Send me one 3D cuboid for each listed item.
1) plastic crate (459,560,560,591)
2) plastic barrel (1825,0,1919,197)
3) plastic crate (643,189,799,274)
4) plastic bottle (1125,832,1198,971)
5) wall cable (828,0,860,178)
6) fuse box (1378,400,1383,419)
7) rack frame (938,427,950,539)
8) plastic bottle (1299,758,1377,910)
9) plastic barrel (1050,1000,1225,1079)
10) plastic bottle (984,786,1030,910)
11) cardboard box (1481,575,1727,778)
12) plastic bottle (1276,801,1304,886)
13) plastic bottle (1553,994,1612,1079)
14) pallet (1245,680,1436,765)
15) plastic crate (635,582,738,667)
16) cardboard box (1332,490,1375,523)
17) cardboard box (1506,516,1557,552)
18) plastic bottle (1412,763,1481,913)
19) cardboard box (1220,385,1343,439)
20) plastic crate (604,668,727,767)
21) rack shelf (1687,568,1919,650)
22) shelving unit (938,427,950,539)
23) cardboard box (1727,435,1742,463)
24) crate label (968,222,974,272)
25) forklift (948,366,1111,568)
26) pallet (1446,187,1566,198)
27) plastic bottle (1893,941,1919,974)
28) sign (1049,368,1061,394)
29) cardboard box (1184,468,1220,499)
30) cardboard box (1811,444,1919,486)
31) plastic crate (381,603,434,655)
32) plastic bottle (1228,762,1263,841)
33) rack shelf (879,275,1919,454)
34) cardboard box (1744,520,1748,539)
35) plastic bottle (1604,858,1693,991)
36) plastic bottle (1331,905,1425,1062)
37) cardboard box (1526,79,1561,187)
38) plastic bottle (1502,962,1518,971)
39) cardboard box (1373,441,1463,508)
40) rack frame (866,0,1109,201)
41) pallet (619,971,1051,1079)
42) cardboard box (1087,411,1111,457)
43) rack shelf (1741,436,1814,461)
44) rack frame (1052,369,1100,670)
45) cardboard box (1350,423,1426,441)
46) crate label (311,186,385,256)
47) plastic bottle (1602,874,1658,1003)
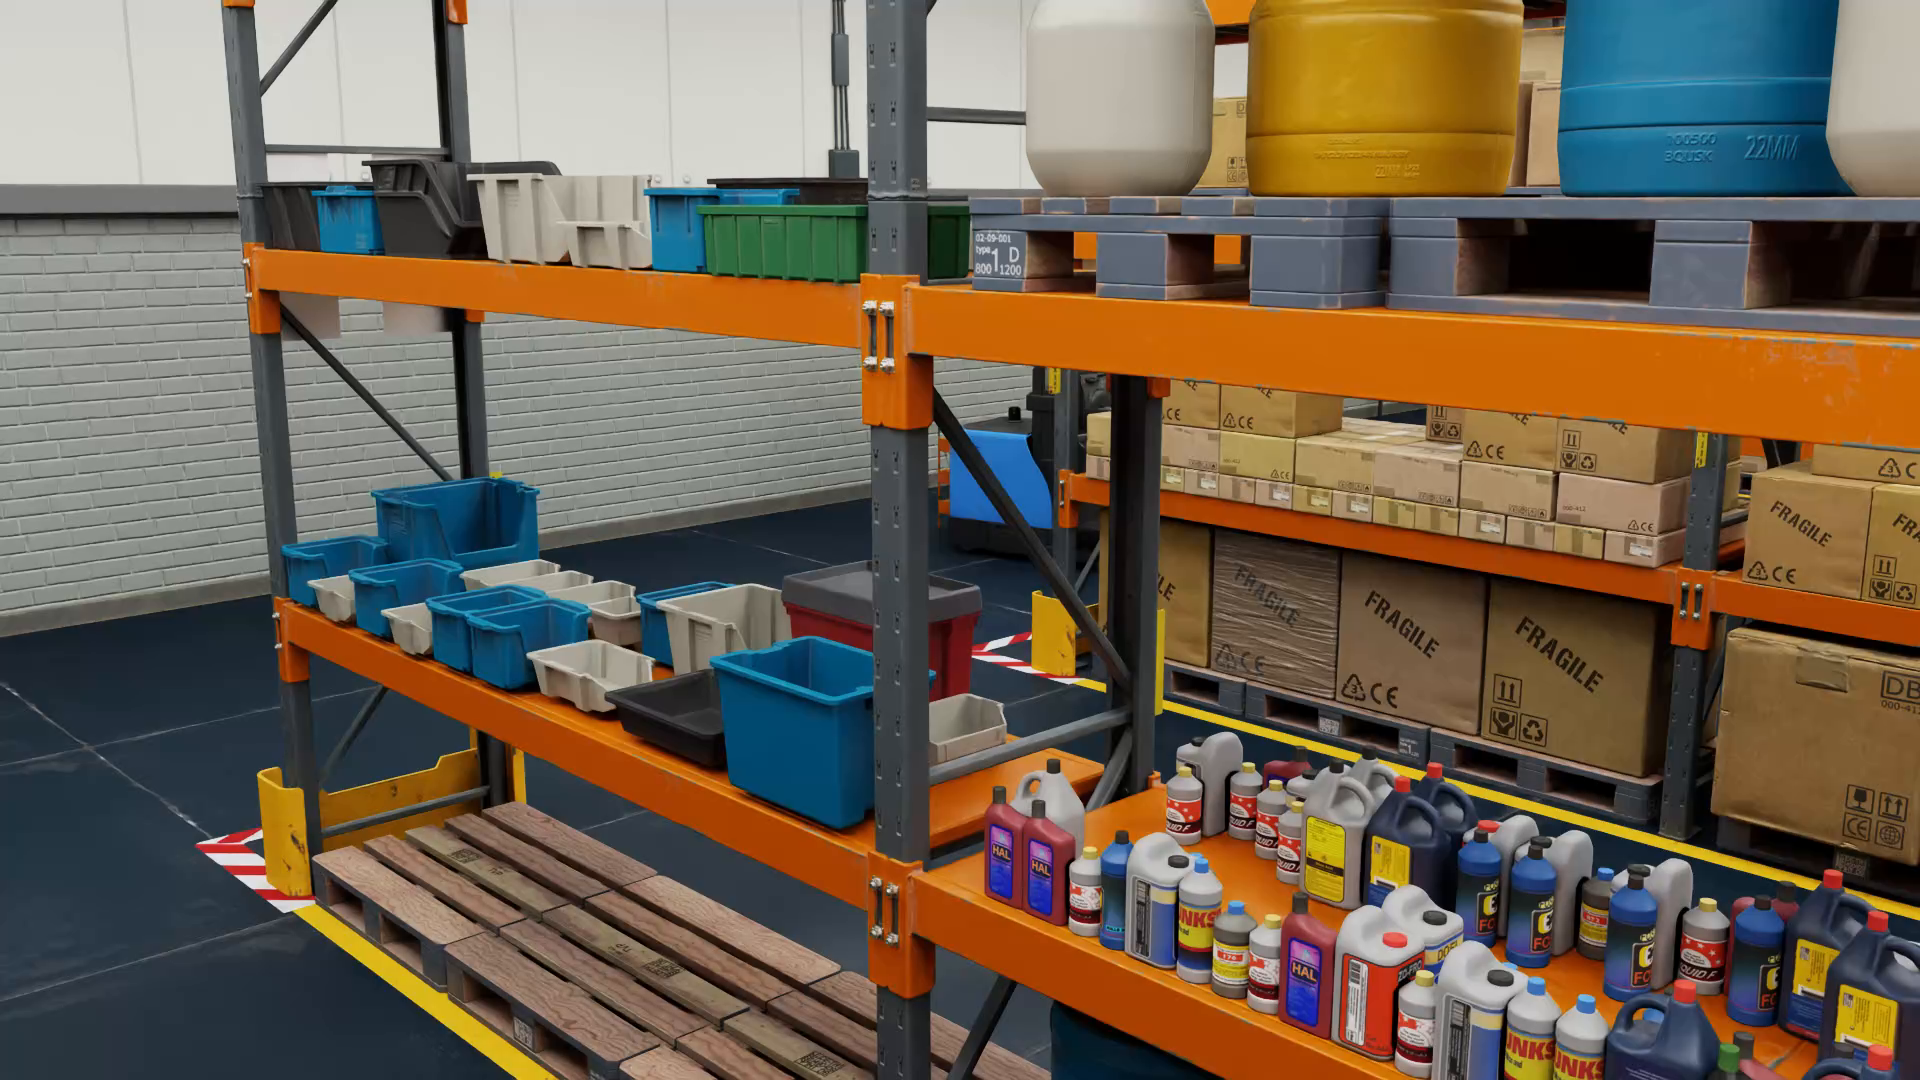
[{"bbox_3d":[-1.891,0.195,7.037,0.396,0.136,0.243,-11,16,-43],"label":"plastic crate"},{"bbox_3d":[1.607,-0.810,2.600,0.433,0.535,0.433,0,12,0],"label":"plastic barrel"},{"bbox_3d":[-0.682,-0.891,4.782,0.416,0.233,0.300,-11,16,-43],"label":"plastic crate"},{"bbox_3d":[0.474,0.820,3.806,0.152,0.276,0.135,-11,16,-43],"label":"plastic bottle"},{"bbox_3d":[-0.414,-6.508,16.229,2.277,5.999,0.120,-11,16,-43],"label":"wall cable"},{"bbox_3d":[5.874,-2.530,22.951,0.539,1.711,0.414,-11,16,-43],"label":"fuse box"},{"bbox_3d":[-0.121,-0.540,14.930,0.200,1.050,0.008,-11,16,-43],"label":"rack frame"},{"bbox_3d":[0.945,0.718,4.116,0.144,0.351,0.185,-11,16,-43],"label":"plastic bottle"},{"bbox_3d":[0.541,1.489,4.411,0.600,0.901,0.708,-11,16,-43],"label":"plastic barrel"},{"bbox_3d":[0.122,0.755,4.102,0.061,0.283,0.133,-11,16,-43],"label":"plastic bottle"},{"bbox_3d":[3.362,0.622,8.682,0.875,0.875,0.875,-11,16,-43],"label":"cardboard box"},{"bbox_3d":[0.859,0.768,4.241,0.097,0.201,0.097,0,12,0],"label":"plastic bottle"},{"bbox_3d":[1.149,0.973,3.076,0.097,0.271,0.097,0,12,0],"label":"plastic bottle"},{"bbox_3d":[2.445,0.961,9.726,1.003,0.211,1.213,-11,16,-43],"label":"pallet"},{"bbox_3d":[-0.981,0.318,6.201,0.416,0.233,0.300,-11,16,-43],"label":"plastic crate"},{"bbox_3d":[2.250,-0.206,9.099,0.380,0.149,0.250,-11,16,-42],"label":"cardboard box"},{"bbox_3d":[2.957,-0.056,8.372,0.380,0.149,0.250,-11,16,-44],"label":"cardboard box"},{"bbox_3d":[1.177,0.725,4.083,0.144,0.351,0.185,-11,16,-43],"label":"plastic bottle"},{"bbox_3d":[1.841,-0.873,9.492,0.500,0.500,0.500,11,16,44],"label":"cardboard box"},{"bbox_3d":[-0.790,0.564,5.271,0.437,0.125,0.590,-11,16,-43],"label":"plastic crate"},{"bbox_3d":[5.141,0.539,6.644,1.077,0.370,4.000,-11,16,-43],"label":"rack shelf"},{"bbox_3d":[-0.037,-0.522,14.843,0.215,1.050,0.252,-11,16,-43],"label":"shelving unit"},{"bbox_3d":[3.614,-0.650,8.410,0.500,0.500,0.500,-11,16,-43],"label":"cardboard box"},{"bbox_3d":[0.049,-0.867,4.904,0.293,0.136,0.466,-11,16,-43],"label":"crate label"},{"bbox_3d":[1.413,-1.261,13.770,3.031,2.935,1.130,7,14,32],"label":"forklift"},{"bbox_3d":[3.202,-1.652,8.281,1.003,0.211,1.213,-11,16,-43],"label":"pallet"},{"bbox_3d":[1.917,0.919,3.325,0.152,0.276,0.135,-11,16,-43],"label":"plastic bottle"},{"bbox_3d":[0.592,-1.075,10.355,0.100,0.325,0.005,-11,16,-43],"label":"sign"},{"bbox_3d":[1.540,-0.356,9.827,0.380,0.149,0.250,-11,16,-43],"label":"cardboard box"},{"bbox_3d":[4.207,-0.553,7.430,0.637,0.503,0.797,11,16,44],"label":"cardboard box"},{"bbox_3d":[-2.022,0.340,6.331,0.250,0.136,0.298,-11,16,-43],"label":"plastic crate"},{"bbox_3d":[0.784,0.708,4.534,0.097,0.201,0.097,0,12,0],"label":"plastic bottle"},{"bbox_3d":[1.559,-0.240,2.991,1.077,0.370,4.000,-11,16,-43],"label":"rack shelf"},{"bbox_3d":[6.029,-0.078,12.407,0.250,0.149,0.380,11,16,43],"label":"cardboard box"},{"bbox_3d":[1.537,0.839,3.715,0.152,0.276,0.135,-11,16,-43],"label":"plastic bottle"},{"bbox_3d":[0.861,0.902,3.409,0.152,0.276,0.135,-11,16,-43],"label":"plastic bottle"},{"bbox_3d":[3.176,-1.984,8.137,0.500,0.500,0.700,11,16,42],"label":"cardboard box"},{"bbox_3d":[1.099,0.952,3.350,0.097,0.201,0.097,0,12,0],"label":"plastic bottle"},{"bbox_3d":[2.553,-0.355,8.835,0.500,0.250,0.500,-10,16,-41],"label":"cardboard box"},{"bbox_3d":[0.178,-2.353,4.033,1.000,3.000,0.127,-11,16,-43],"label":"rack frame"},{"bbox_3d":[-0.358,1.849,5.414,1.003,0.211,1.213,-11,16,-43],"label":"pallet"},{"bbox_3d":[1.134,-0.654,10.284,0.500,0.250,0.500,11,16,44],"label":"cardboard box"},{"bbox_3d":[6.036,-0.721,12.761,1.077,0.370,4.000,-11,16,-43],"label":"rack shelf"},{"bbox_3d":[0.998,-0.689,10.822,1.000,3.000,0.127,-11,16,-43],"label":"rack frame"},{"bbox_3d":[2.588,-0.504,9.557,0.500,0.250,0.500,-11,16,-42],"label":"cardboard box"},{"bbox_3d":[-2.181,-1.215,6.312,0.408,0.251,0.502,-11,16,-43],"label":"crate label"},{"bbox_3d":[1.460,0.861,3.618,0.097,0.271,0.097,0,12,0],"label":"plastic bottle"}]
